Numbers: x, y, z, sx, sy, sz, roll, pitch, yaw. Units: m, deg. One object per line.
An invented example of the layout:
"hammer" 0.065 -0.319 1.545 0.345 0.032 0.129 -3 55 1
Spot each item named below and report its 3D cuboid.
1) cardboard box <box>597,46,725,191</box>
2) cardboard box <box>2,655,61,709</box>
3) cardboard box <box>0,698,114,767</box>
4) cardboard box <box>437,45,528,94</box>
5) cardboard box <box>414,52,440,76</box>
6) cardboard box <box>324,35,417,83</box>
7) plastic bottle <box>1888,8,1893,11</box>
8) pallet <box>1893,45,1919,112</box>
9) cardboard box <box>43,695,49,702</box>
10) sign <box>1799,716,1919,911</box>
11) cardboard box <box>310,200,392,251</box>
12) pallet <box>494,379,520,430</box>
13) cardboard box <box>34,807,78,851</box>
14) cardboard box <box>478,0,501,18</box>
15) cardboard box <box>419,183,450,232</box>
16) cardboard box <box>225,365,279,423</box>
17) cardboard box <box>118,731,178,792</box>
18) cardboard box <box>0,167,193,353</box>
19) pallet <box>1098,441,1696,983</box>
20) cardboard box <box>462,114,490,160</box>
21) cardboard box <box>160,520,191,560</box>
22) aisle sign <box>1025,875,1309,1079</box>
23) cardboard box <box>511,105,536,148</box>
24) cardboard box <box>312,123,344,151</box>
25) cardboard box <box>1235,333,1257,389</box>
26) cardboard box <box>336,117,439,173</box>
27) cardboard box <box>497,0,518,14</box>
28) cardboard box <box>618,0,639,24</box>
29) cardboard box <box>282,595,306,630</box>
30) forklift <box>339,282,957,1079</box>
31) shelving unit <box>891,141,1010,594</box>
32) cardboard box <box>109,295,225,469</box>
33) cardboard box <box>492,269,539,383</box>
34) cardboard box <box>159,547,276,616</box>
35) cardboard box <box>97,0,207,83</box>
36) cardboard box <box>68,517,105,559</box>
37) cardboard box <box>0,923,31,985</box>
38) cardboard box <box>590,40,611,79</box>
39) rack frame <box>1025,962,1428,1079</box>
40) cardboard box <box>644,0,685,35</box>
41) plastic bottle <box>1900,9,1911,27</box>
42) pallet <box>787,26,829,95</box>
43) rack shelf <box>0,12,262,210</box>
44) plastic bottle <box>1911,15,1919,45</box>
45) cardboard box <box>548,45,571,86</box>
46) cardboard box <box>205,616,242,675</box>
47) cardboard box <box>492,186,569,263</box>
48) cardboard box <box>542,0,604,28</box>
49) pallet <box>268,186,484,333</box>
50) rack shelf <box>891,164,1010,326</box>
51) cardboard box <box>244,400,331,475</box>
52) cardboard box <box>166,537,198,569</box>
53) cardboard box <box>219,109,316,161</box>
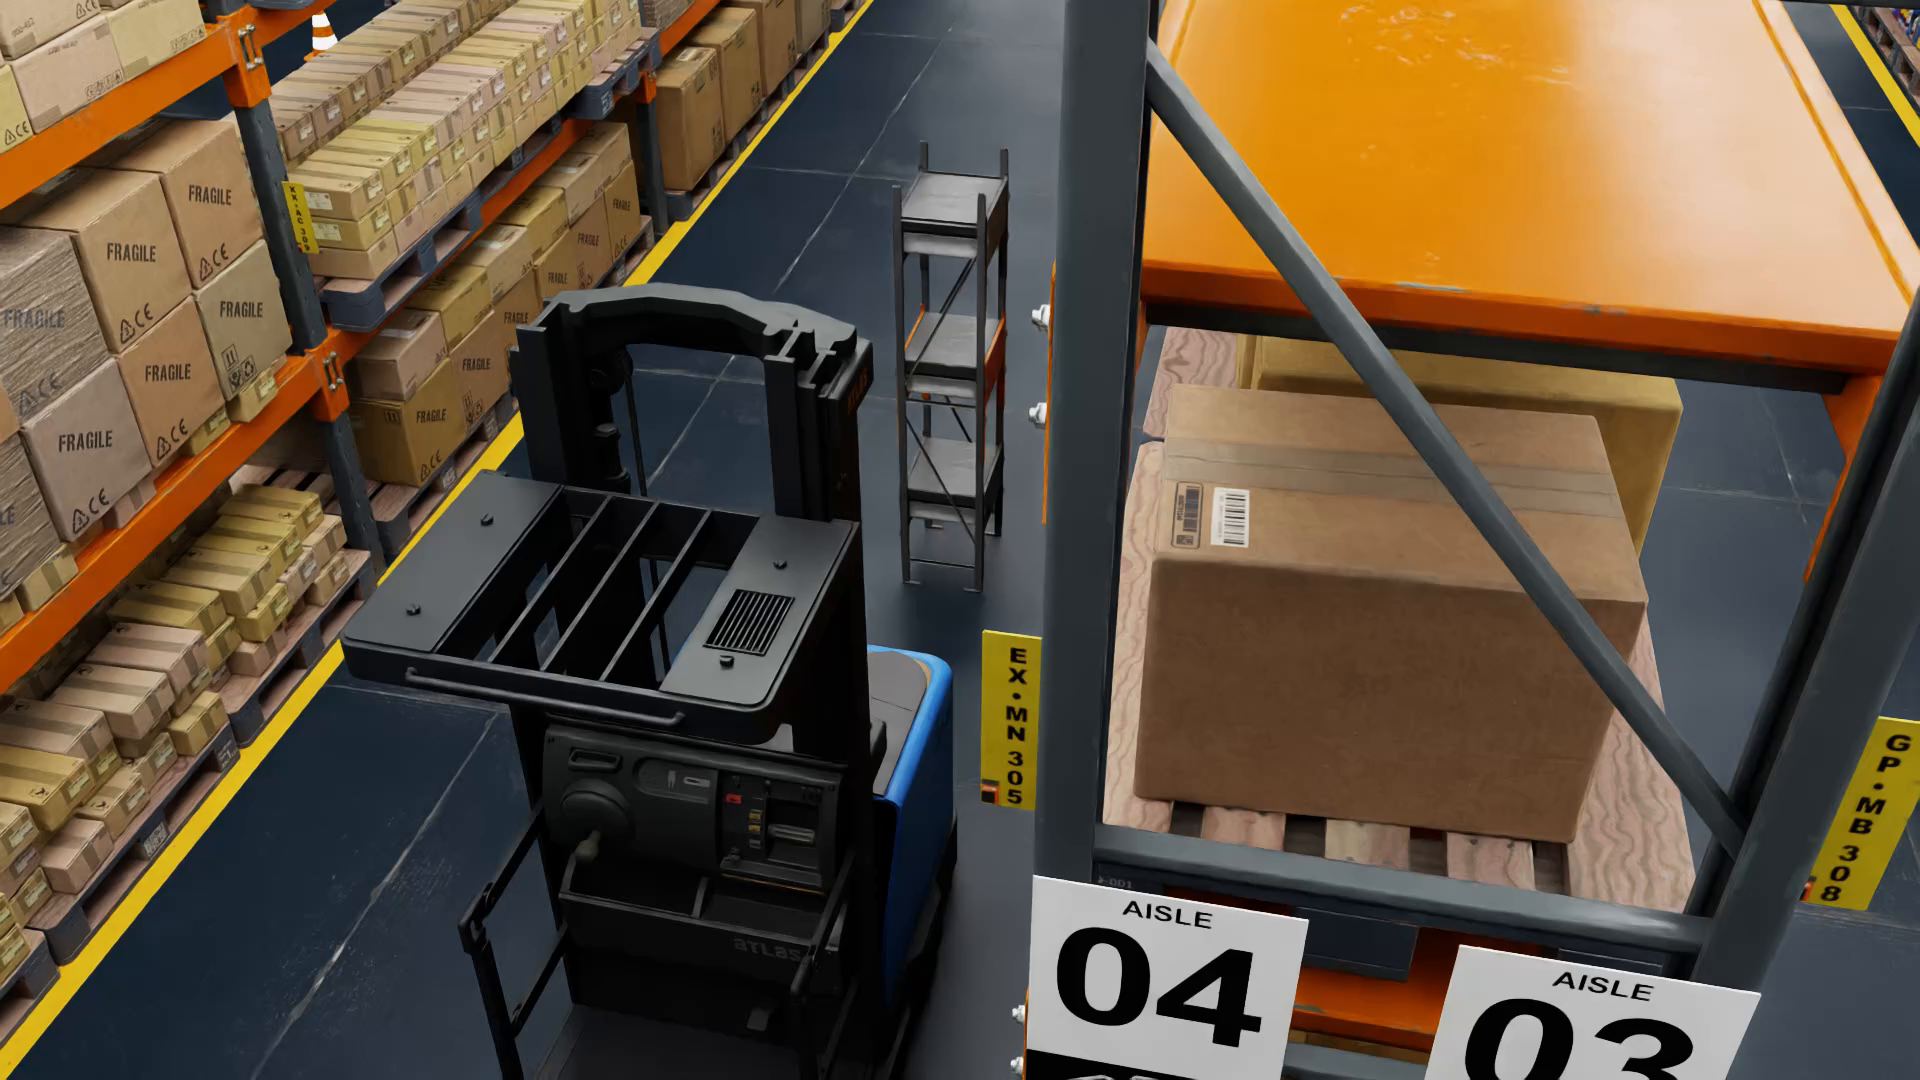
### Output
"cardboard box" -2.290 -2.984 11.641 1.050 0.750 0.750 7 36 9
"cardboard box" -3.906 0.577 6.732 0.380 0.149 0.250 6 36 8
"cardboard box" -3.551 0.772 6.464 0.380 0.149 0.250 7 37 10
"cardboard box" -2.500 -2.468 8.718 0.380 0.149 0.250 8 37 11
"cardboard box" -3.081 -2.586 9.134 0.380 0.149 0.250 7 37 10
"cardboard box" -3.132 -2.560 8.845 0.380 0.149 0.250 7 36 9
"plastic bottle" 8.171 -4.746 14.463 0.097 0.271 0.097 0 36 0
"pallet" 8.193 -3.631 13.350 1.003 0.211 1.213 7 37 10
"cardboard box" -3.994 0.684 6.839 0.380 0.149 0.250 7 37 10
"sign" 1.148 0.351 2.111 0.100 0.325 0.005 7 37 10
"cardboard box" -2.829 -1.451 7.569 0.380 0.149 0.250 8 37 11
"pallet" -2.939 -1.113 9.876 1.003 0.211 1.213 7 37 10
"cardboard box" -3.633 1.035 6.354 0.380 0.149 0.250 9 37 12
"cardboard box" -2.908 -3.161 9.675 0.380 0.149 0.250 7 37 10
"cardboard box" -2.719 -1.633 8.074 0.380 0.149 0.250 8 37 10
"cardboard box" -3.144 -0.638 7.058 0.380 0.149 0.250 6 36 9
"cardboard box" -3.456 0.892 6.805 0.380 0.149 0.250 8 37 11
"cardboard box" -3.304 -1.059 6.235 0.500 0.500 0.500 6 36 8
"pallet" 0.755 0.273 3.106 1.003 0.211 1.213 7 37 10
"cardboard box" -2.611 -2.052 8.398 0.380 0.149 0.250 9 37 12
"cardboard box" -3.755 -0.029 7.568 0.380 0.149 0.250 9 37 12
"aisle sign" 0.298 0.830 2.604 0.394 0.787 0.004 7 37 10
"cardboard box" -2.499 -2.224 8.889 0.380 0.149 0.250 6 36 8
"cardboard box" -3.306 -1.986 8.307 0.380 0.149 0.250 6 36 8
"cardboard box" 0.967 -0.502 3.572 0.700 0.500 0.500 5 36 7
"cardboard box" -2.718 -1.879 7.906 0.380 0.149 0.250 8 37 10
"cardboard box" -2.864 -3.168 9.938 0.380 0.149 0.250 9 37 12
"cardboard box" -2.169 -3.236 10.031 0.380 0.149 0.250 8 37 11
"cardboard box" -3.251 0.296 7.627 0.380 0.149 0.250 8 37 11
"forklift" -0.857 0.884 4.803 1.130 2.935 3.031 8 37 11
"shelving unit" -0.035 -0.755 7.773 0.431 2.100 0.503 7 37 10
"cardboard box" -3.302 -0.645 6.515 0.500 0.500 0.500 6 36 9
"cardboard box" -2.736 -1.248 9.458 0.500 0.500 0.500 8 37 11
"cardboard box" -3.246 0.181 7.279 0.380 0.149 0.250 7 37 10
"cardboard box" -3.204 -1.933 6.202 0.500 0.250 0.500 8 37 11
"cardboard box" -3.474 -0.049 6.245 0.380 0.149 0.250 7 36 9
"cardboard box" -3.609 1.487 5.984 0.380 0.149 0.250 8 37 11
"cardboard box" -2.274 -2.826 9.719 0.380 0.149 0.250 8 37 11
"rack frame" 0.607 1.879 3.372 1.000 3.000 0.127 7 37 10
"cardboard box" -2.149 -3.651 10.917 0.500 0.500 0.500 8 37 10
"plastic bottle" 8.077 -4.492 14.113 0.097 0.271 0.097 0 36 0
"pallet" -1.745 -4.100 13.997 1.003 0.211 1.213 7 37 10
"rack shelf" -3.790 -0.871 5.223 1.077 0.370 4.000 7 37 10
"plastic bottle" 8.013 -4.249 13.772 0.152 0.276 0.135 8 37 11
"cardboard box" -2.387 -2.646 9.217 0.380 0.149 0.250 7 37 10
"cardboard box" -3.354 0.434 7.183 0.380 0.149 0.250 8 37 10
"cardboard box" -2.619 -1.844 9.641 0.500 0.250 0.500 8 37 11
"cardboard box" -2.277 -3.064 9.541 0.380 0.149 0.250 8 37 11
"pallet" -3.057 -1.436 8.109 1.003 0.211 1.213 7 37 10
"rack shelf" -0.035 -1.311 7.370 0.431 0.518 0.480 7 37 10
"cardboard box" -3.451 -0.708 8.713 0.500 0.500 0.500 7 36 9
"cardboard box" -3.719 0.094 7.653 0.380 0.149 0.250 8 37 10
"cardboard box" -3.354 -1.960 8.018 0.380 0.149 0.250 6 36 8
